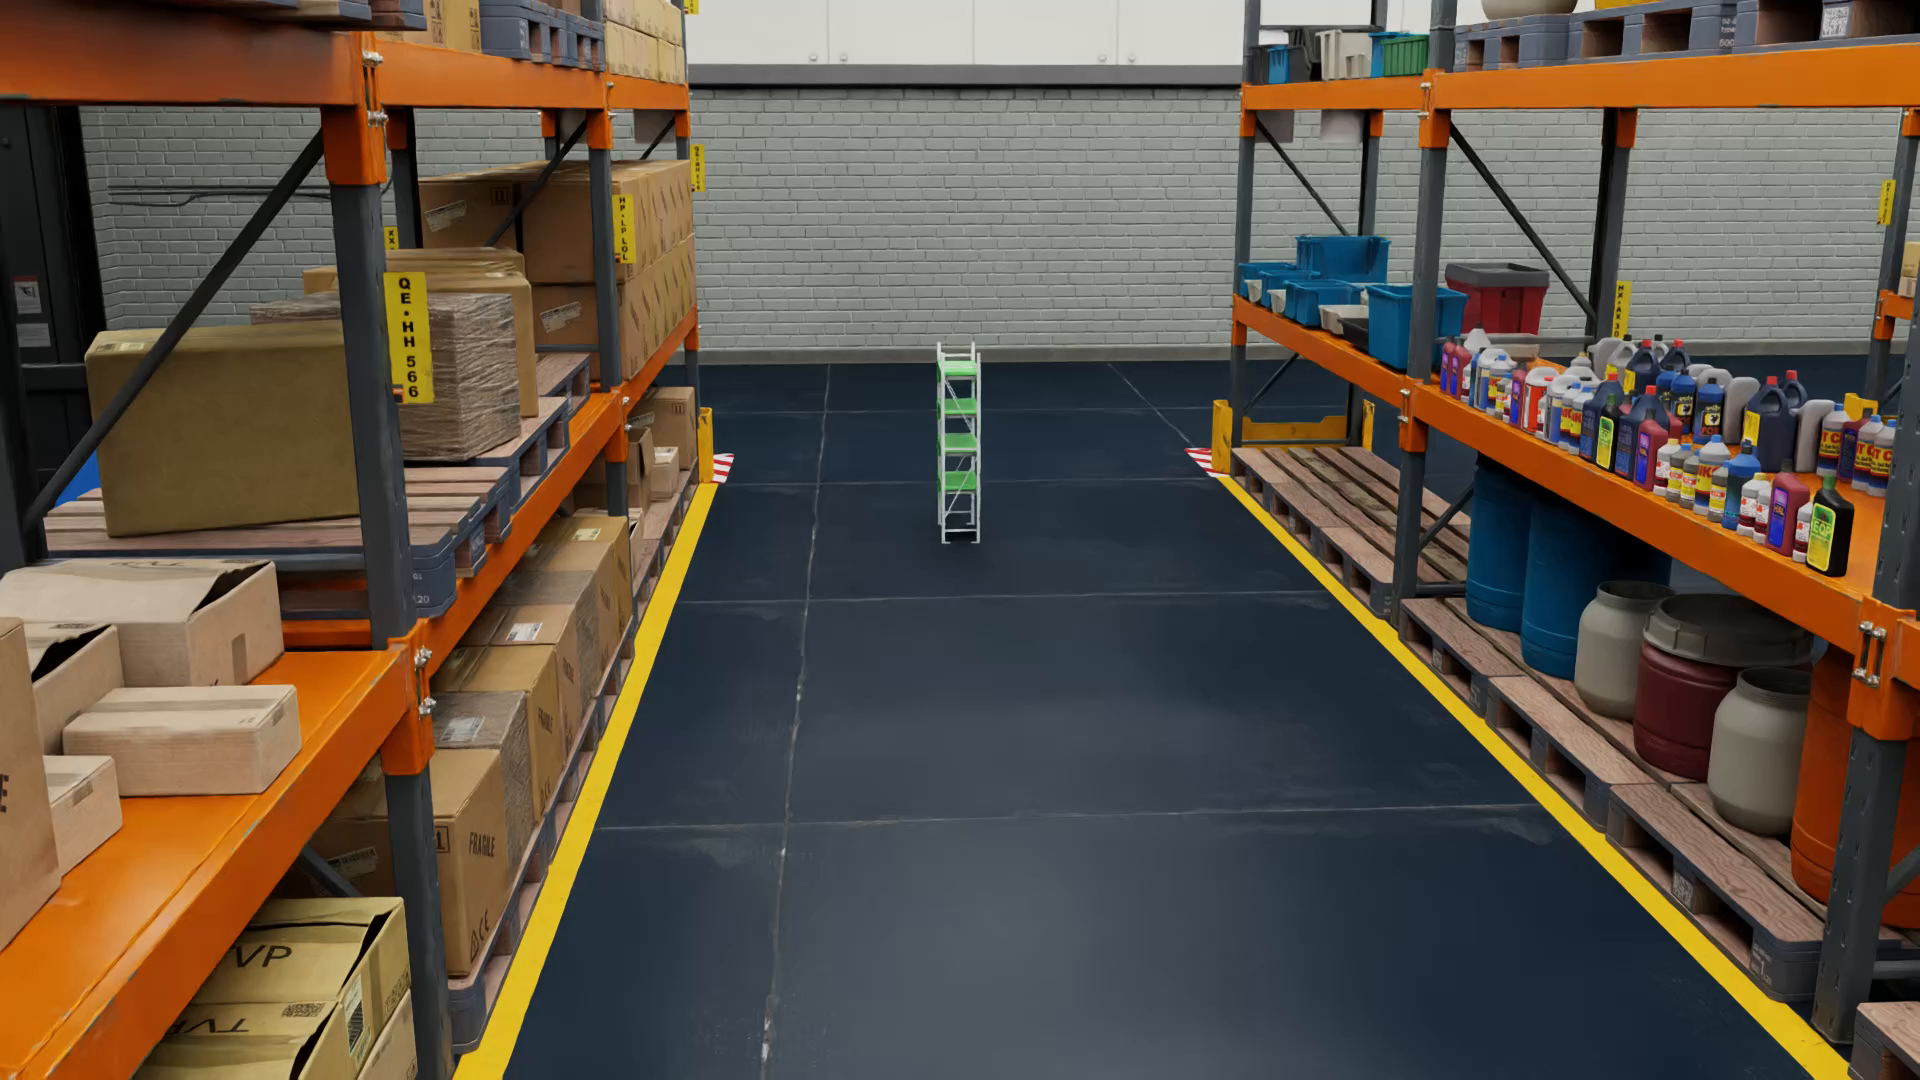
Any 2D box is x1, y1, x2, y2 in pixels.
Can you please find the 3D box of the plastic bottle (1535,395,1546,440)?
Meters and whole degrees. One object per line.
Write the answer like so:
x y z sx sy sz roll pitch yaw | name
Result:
2.461 -0.524 6.942 0.097 0.201 0.097 0 14 0 | plastic bottle

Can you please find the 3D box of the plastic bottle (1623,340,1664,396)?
3.027 -0.705 7.347 0.144 0.351 0.185 -1 14 -3 | plastic bottle

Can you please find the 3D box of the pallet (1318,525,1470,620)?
2.691 0.167 9.452 1.003 0.211 1.213 -1 14 -3 | pallet

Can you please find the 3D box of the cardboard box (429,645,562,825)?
-1.728 0.694 5.941 0.500 0.500 0.500 -1 14 -4 | cardboard box

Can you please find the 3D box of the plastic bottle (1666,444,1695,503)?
2.533 -0.236 5.821 0.097 0.201 0.097 0 14 0 | plastic bottle

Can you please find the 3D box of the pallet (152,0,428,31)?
-1.789 -1.124 3.236 1.213 0.211 1.003 0 14 -1 | pallet

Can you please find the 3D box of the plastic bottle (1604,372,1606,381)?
3.022 -0.714 7.681 0.097 0.201 0.097 0 14 0 | plastic bottle

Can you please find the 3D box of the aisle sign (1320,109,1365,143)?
2.816 -3.277 12.026 0.394 0.787 0.004 -1 14 -3 | aisle sign

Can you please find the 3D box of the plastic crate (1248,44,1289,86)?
2.273 -3.285 11.517 0.497 0.269 0.590 -1 14 -3 | plastic crate

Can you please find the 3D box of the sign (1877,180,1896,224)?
6.917 -2.523 12.415 0.100 0.325 0.005 -1 14 -3 | sign

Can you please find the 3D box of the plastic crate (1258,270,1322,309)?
2.255 -1.713 11.382 0.416 0.233 0.300 -1 14 -3 | plastic crate

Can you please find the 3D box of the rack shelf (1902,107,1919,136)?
7.595 -2.679 10.343 1.077 0.370 4.000 -1 14 -3 | rack shelf

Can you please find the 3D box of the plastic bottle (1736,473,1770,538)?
2.563 -0.114 5.350 0.097 0.201 0.097 0 14 0 | plastic bottle

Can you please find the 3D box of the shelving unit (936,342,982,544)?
-0.010 -0.622 10.537 0.258 1.200 0.503 -1 14 -3 | shelving unit

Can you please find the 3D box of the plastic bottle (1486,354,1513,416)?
2.427 -0.697 7.475 0.097 0.271 0.097 0 14 0 | plastic bottle

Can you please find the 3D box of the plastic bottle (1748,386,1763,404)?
3.181 -0.476 6.613 0.097 0.271 0.097 0 14 0 | plastic bottle

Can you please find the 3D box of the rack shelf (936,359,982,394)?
-0.010 -1.025 10.433 0.258 0.148 0.480 -1 14 -3 | rack shelf

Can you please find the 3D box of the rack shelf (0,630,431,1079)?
-1.797 0.915 2.393 1.077 0.370 4.000 -1 14 -3 | rack shelf

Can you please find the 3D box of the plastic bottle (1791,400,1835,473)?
3.233 -0.403 6.324 0.152 0.276 0.135 -1 14 -3 | plastic bottle

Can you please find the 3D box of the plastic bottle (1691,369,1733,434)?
3.185 -0.598 7.080 0.152 0.276 0.135 -1 14 -3 | plastic bottle

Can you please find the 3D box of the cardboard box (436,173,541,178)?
-2.493 -1.707 8.934 0.500 0.500 0.500 -1 14 -5 | cardboard box

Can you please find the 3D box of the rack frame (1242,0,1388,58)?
2.528 -4.901 11.515 1.000 3.000 0.127 -1 14 -3 | rack frame

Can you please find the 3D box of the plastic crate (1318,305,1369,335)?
2.368 -1.331 10.087 0.293 0.136 0.466 -1 14 -3 | plastic crate

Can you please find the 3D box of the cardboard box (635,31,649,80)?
-2.008 -2.679 9.200 0.500 0.250 0.500 -1 14 -3 | cardboard box

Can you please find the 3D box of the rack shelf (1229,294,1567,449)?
2.652 -1.150 10.419 1.077 0.370 4.000 -1 14 -3 | rack shelf

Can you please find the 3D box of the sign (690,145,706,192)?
-1.861 -2.638 11.800 0.100 0.325 0.005 -1 14 -3 | sign

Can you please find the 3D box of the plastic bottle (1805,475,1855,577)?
2.573 -0.044 4.910 0.061 0.283 0.133 -1 14 -3 | plastic bottle

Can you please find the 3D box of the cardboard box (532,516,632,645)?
-1.852 0.190 7.900 0.500 0.500 0.500 -1 14 -4 | cardboard box

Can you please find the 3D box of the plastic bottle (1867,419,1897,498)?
3.288 -0.291 5.897 0.097 0.271 0.097 0 14 0 | plastic bottle

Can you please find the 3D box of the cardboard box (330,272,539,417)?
-1.997 -0.739 6.334 0.700 0.500 0.500 -5 15 -18 | cardboard box

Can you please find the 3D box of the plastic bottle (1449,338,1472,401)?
2.381 -0.813 7.902 0.061 0.283 0.133 -1 14 -3 | plastic bottle

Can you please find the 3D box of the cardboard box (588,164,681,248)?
-2.045 -2.092 10.429 0.500 0.500 0.500 0 14 -2 | cardboard box

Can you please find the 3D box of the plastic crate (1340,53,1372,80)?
2.317 -2.636 9.262 0.293 0.136 0.466 -1 14 -3 | plastic crate

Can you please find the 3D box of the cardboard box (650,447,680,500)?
-2.108 -0.433 10.826 0.500 0.250 0.500 -1 14 -3 | cardboard box

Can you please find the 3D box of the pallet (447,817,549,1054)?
-1.929 1.234 5.308 1.003 0.211 1.213 -1 14 -3 | pallet

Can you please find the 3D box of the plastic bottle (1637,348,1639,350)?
3.145 -0.757 7.697 0.152 0.276 0.135 -1 14 -3 | plastic bottle

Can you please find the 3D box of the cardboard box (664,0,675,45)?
-2.099 -3.294 10.587 0.500 0.250 0.500 -1 14 -3 | cardboard box

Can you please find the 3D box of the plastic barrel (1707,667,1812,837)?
2.852 0.735 5.800 0.421 0.512 0.421 0 14 0 | plastic barrel

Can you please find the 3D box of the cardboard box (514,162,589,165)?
-2.612 -2.208 10.883 0.500 0.500 0.500 -1 14 -3 | cardboard box

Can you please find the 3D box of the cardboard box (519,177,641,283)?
-1.917 -1.580 8.438 0.500 0.500 0.500 -1 14 -2 | cardboard box

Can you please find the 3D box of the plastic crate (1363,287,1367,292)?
2.763 -1.625 11.230 0.396 0.136 0.243 -1 14 -3 | plastic crate

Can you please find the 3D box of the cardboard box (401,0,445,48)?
-2.013 -1.666 4.763 0.910 0.500 0.500 -1 14 -3 | cardboard box

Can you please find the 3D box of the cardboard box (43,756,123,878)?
-1.785 0.507 3.039 0.380 0.149 0.250 0 14 1 | cardboard box

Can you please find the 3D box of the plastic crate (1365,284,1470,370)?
2.406 -1.133 8.822 0.392 0.384 0.575 -1 14 -3 | plastic crate

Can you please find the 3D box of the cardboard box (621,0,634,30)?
-1.983 -2.797 8.654 0.500 0.250 0.500 -1 14 -3 | cardboard box

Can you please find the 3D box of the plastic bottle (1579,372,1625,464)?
2.514 -0.480 6.470 0.144 0.351 0.185 -1 14 -3 | plastic bottle

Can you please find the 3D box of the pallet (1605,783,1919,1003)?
2.933 1.149 5.637 1.003 0.211 1.213 -1 14 -3 | pallet

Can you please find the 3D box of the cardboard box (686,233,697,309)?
-2.117 -1.861 11.540 0.500 0.500 0.500 0 14 -2 | cardboard box

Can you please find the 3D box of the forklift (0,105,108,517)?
-5.213 -0.997 8.519 3.031 2.935 1.130 -5 15 -17 | forklift

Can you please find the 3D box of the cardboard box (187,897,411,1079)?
-1.642 1.053 3.965 0.500 0.311 0.500 -1 14 -2 | cardboard box

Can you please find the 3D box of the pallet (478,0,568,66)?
-2.131 -1.866 6.116 1.213 0.211 1.003 -1 14 -3 | pallet

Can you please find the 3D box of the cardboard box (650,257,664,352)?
-1.992 -1.356 9.578 0.500 0.500 0.500 -1 14 -4 | cardboard box

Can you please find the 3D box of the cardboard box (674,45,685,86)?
-2.121 -3.176 11.134 0.500 0.250 0.500 -1 14 -3 | cardboard box

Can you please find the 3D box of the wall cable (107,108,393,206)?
-7.354 -4.656 16.796 3.097 2.526 0.112 -1 14 -3 | wall cable

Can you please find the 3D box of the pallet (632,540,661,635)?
-2.210 0.254 9.114 1.003 0.211 1.213 -1 14 -3 | pallet

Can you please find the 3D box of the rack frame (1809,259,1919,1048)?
3.023 -0.006 4.530 1.000 3.000 0.127 -1 14 -3 | rack frame

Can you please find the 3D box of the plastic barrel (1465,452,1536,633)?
2.792 -0.052 8.079 0.600 0.901 0.708 -1 14 -3 | plastic barrel

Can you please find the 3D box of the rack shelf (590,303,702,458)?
-2.292 -1.074 10.126 1.077 0.370 4.000 -1 14 -3 | rack shelf
